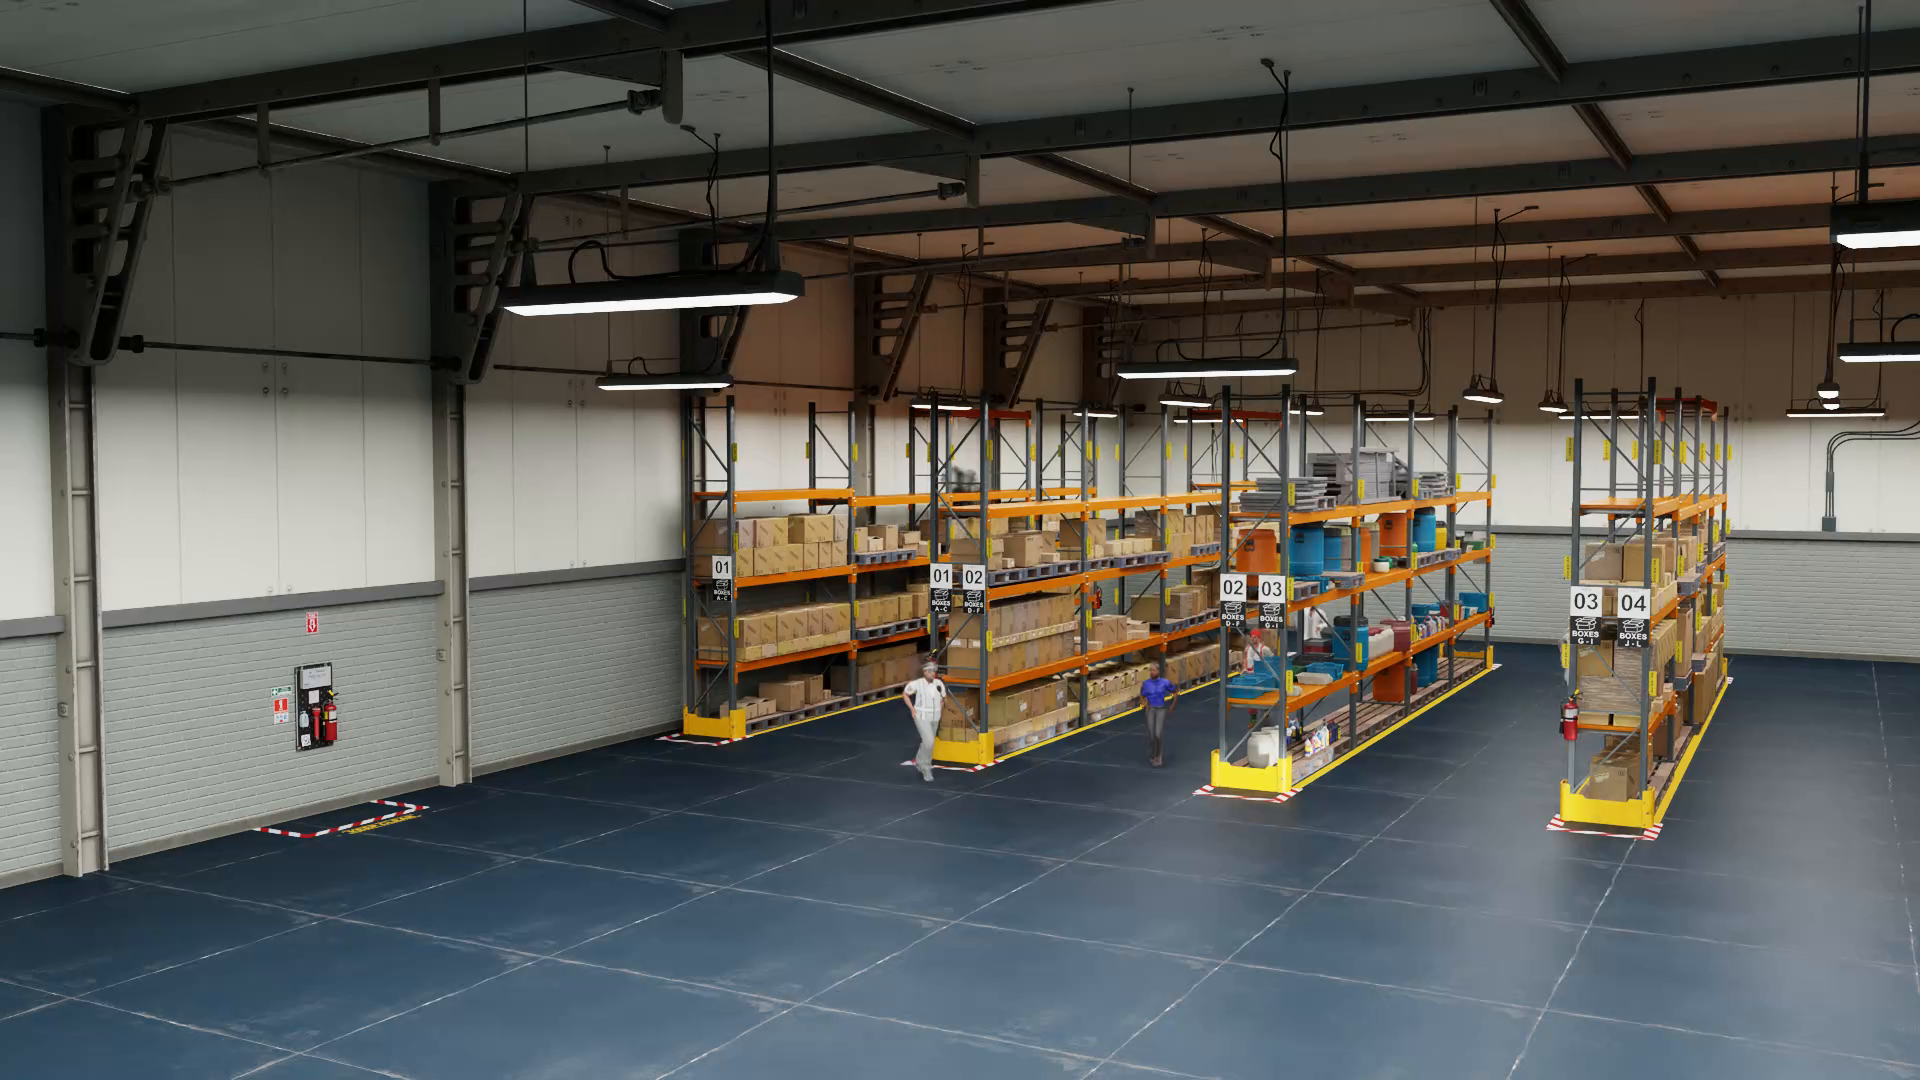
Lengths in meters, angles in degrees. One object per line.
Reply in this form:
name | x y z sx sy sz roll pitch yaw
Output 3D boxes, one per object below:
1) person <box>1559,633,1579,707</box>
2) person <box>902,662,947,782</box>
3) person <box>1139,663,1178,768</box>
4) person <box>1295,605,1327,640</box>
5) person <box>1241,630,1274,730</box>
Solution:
person | 11.951 2.415 32.320 0.643 1.741 0.581 2 3 29
person | -0.503 2.771 25.586 0.651 1.838 0.760 -2 4 -34
person | 3.139 2.802 26.534 0.584 1.656 0.690 1 3 22
person | 7.856 2.168 37.235 0.732 1.744 0.715 1 3 14
person | 5.435 2.524 30.271 0.648 1.785 0.787 2 4 35
